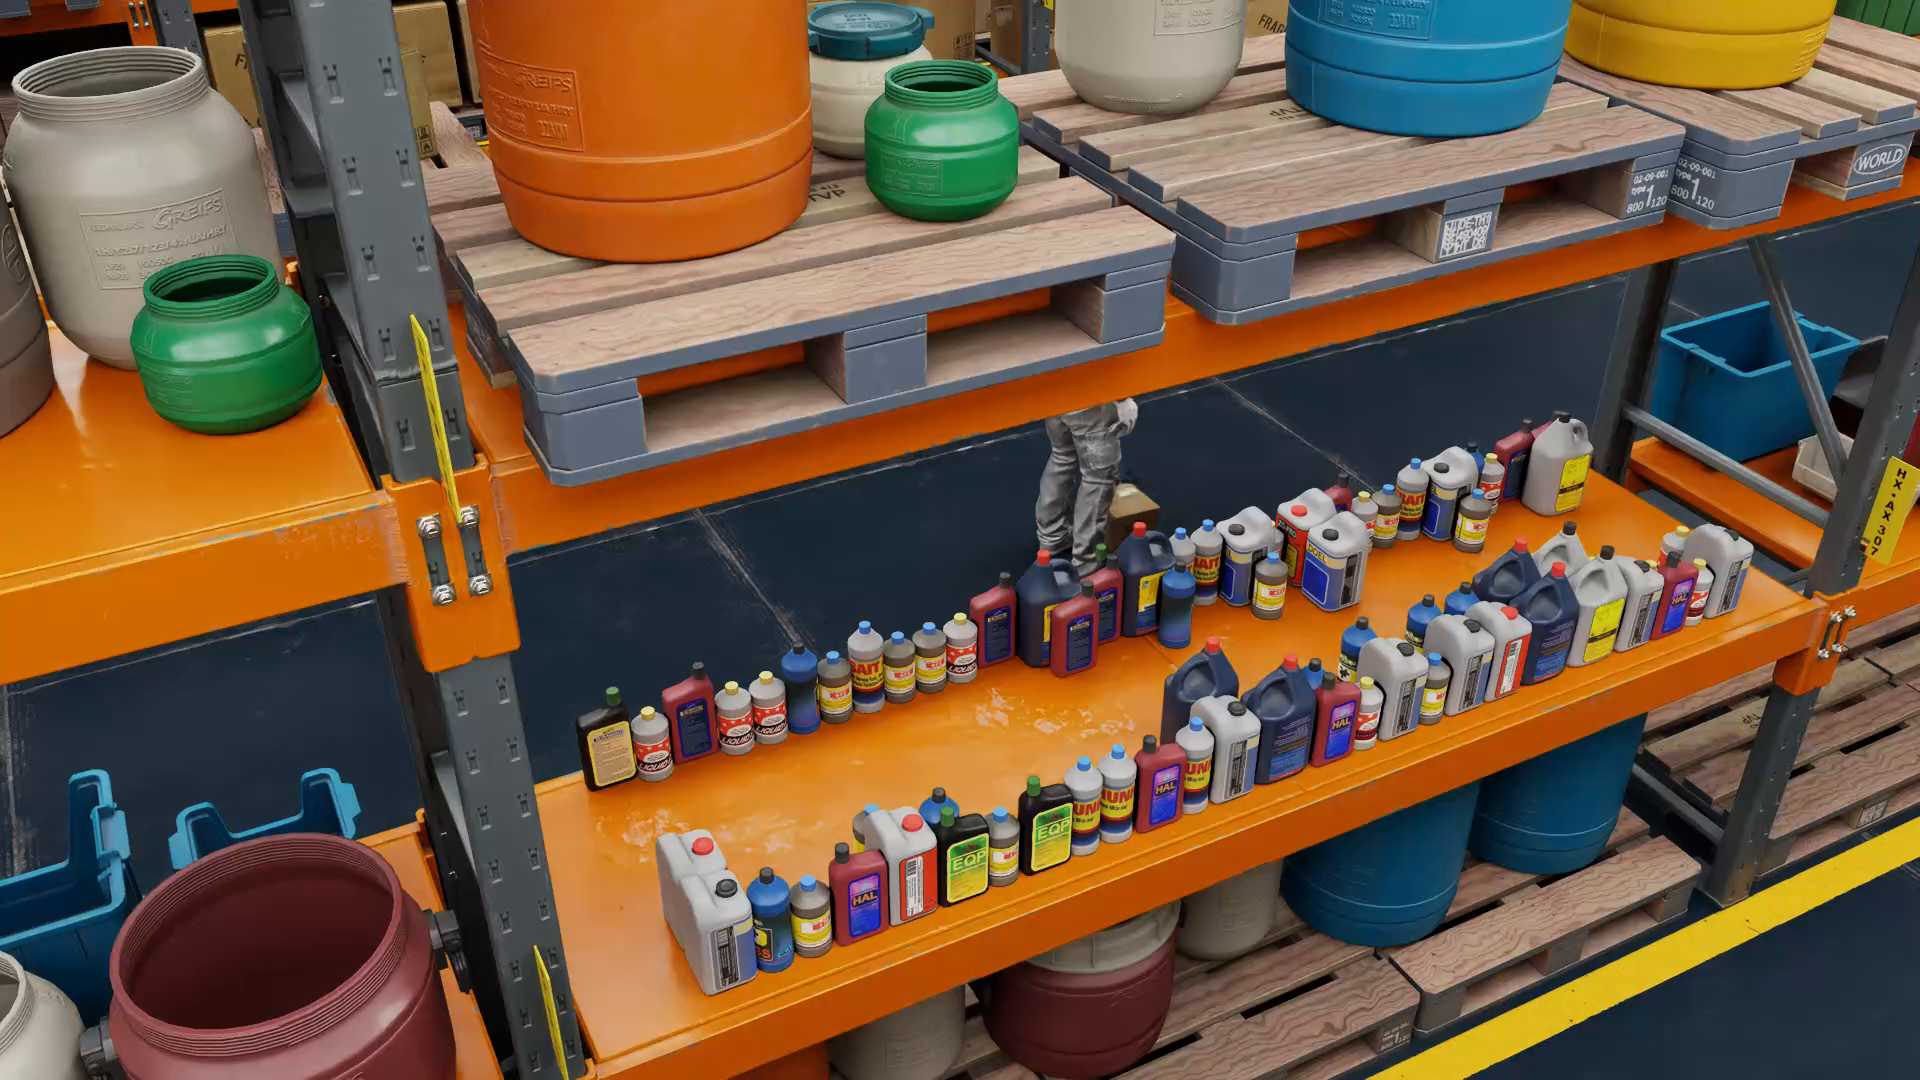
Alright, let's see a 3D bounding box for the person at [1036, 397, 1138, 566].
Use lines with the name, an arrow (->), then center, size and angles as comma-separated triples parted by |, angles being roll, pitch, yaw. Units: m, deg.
person -> 0.529, -0.663, 7.159 | 0.440, 1.775, 0.595 | -17, 37, -25
